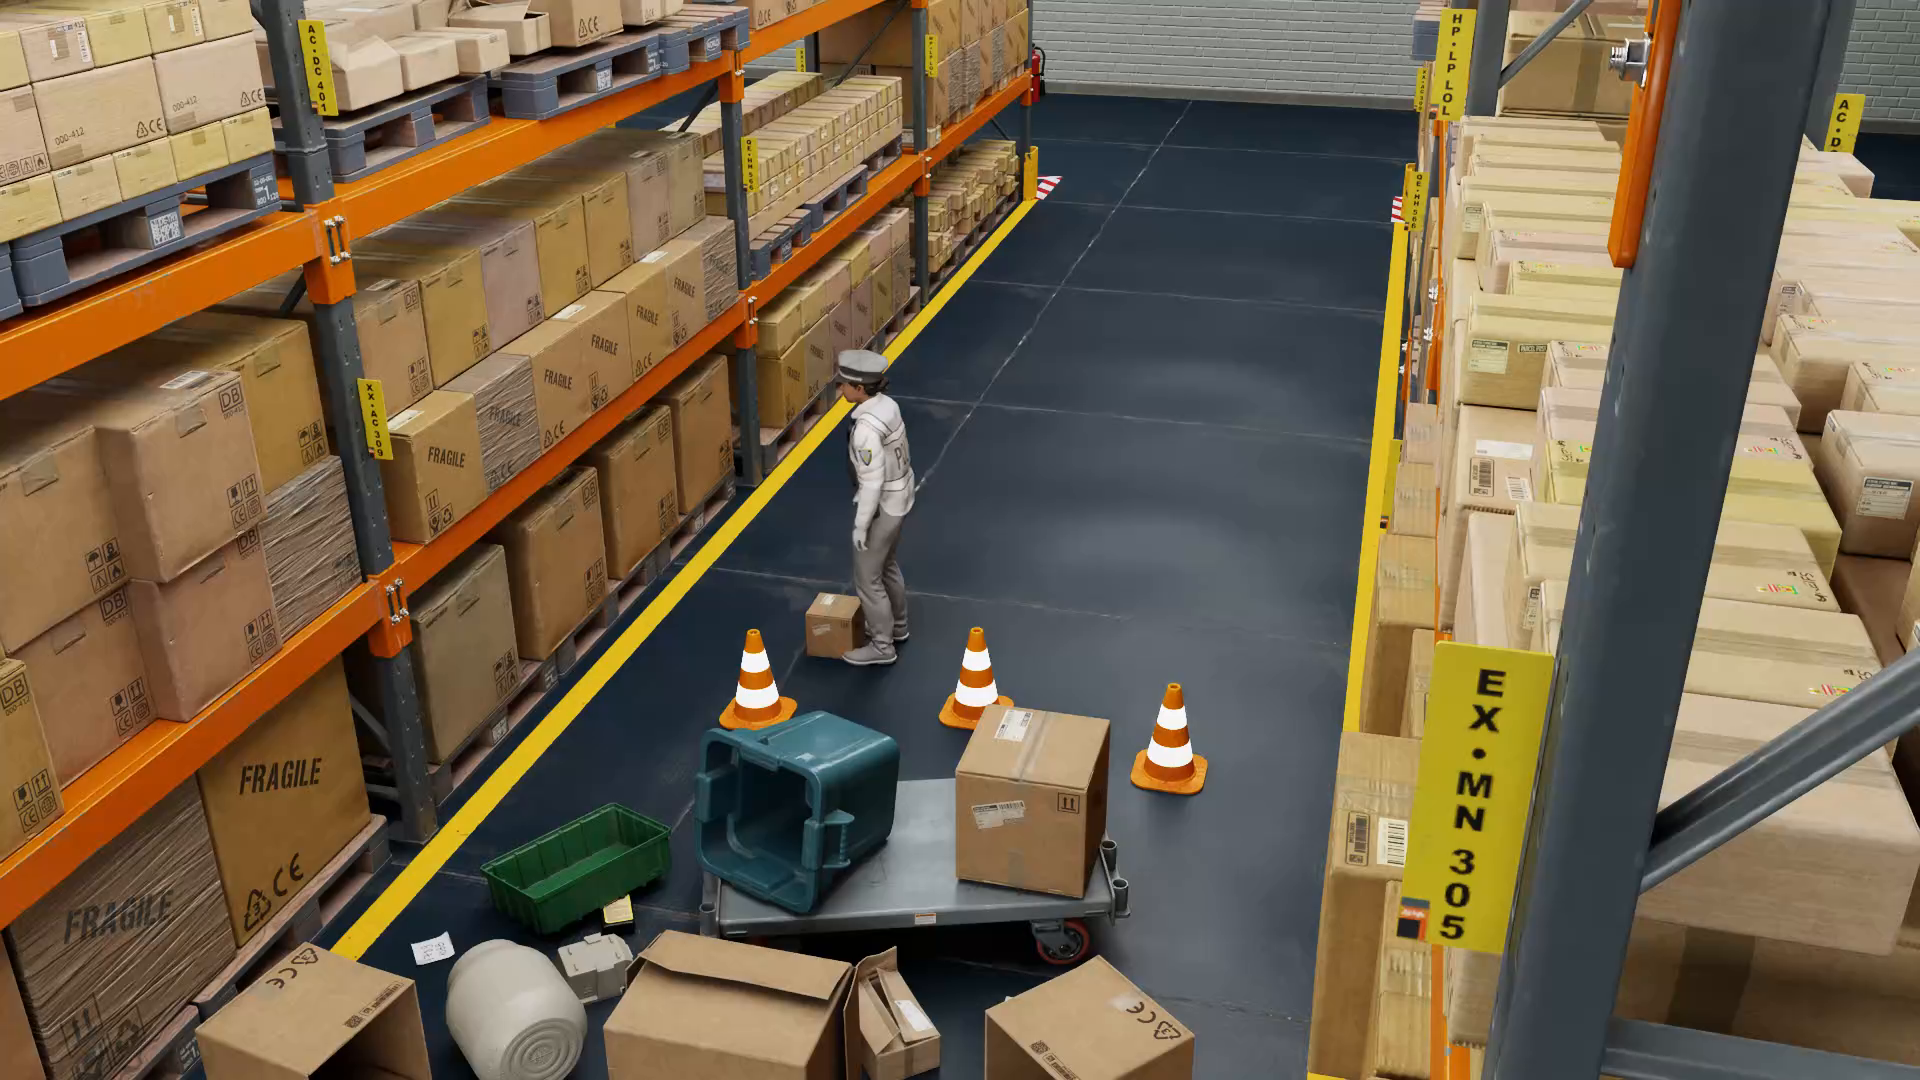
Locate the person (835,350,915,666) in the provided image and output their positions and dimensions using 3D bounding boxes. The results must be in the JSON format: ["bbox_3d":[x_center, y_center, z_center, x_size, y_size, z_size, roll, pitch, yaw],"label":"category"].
[{"bbox_3d":[-0.423,-0.156,8.430,0.371,1.666,0.547,5,26,10],"label":"person"}]
